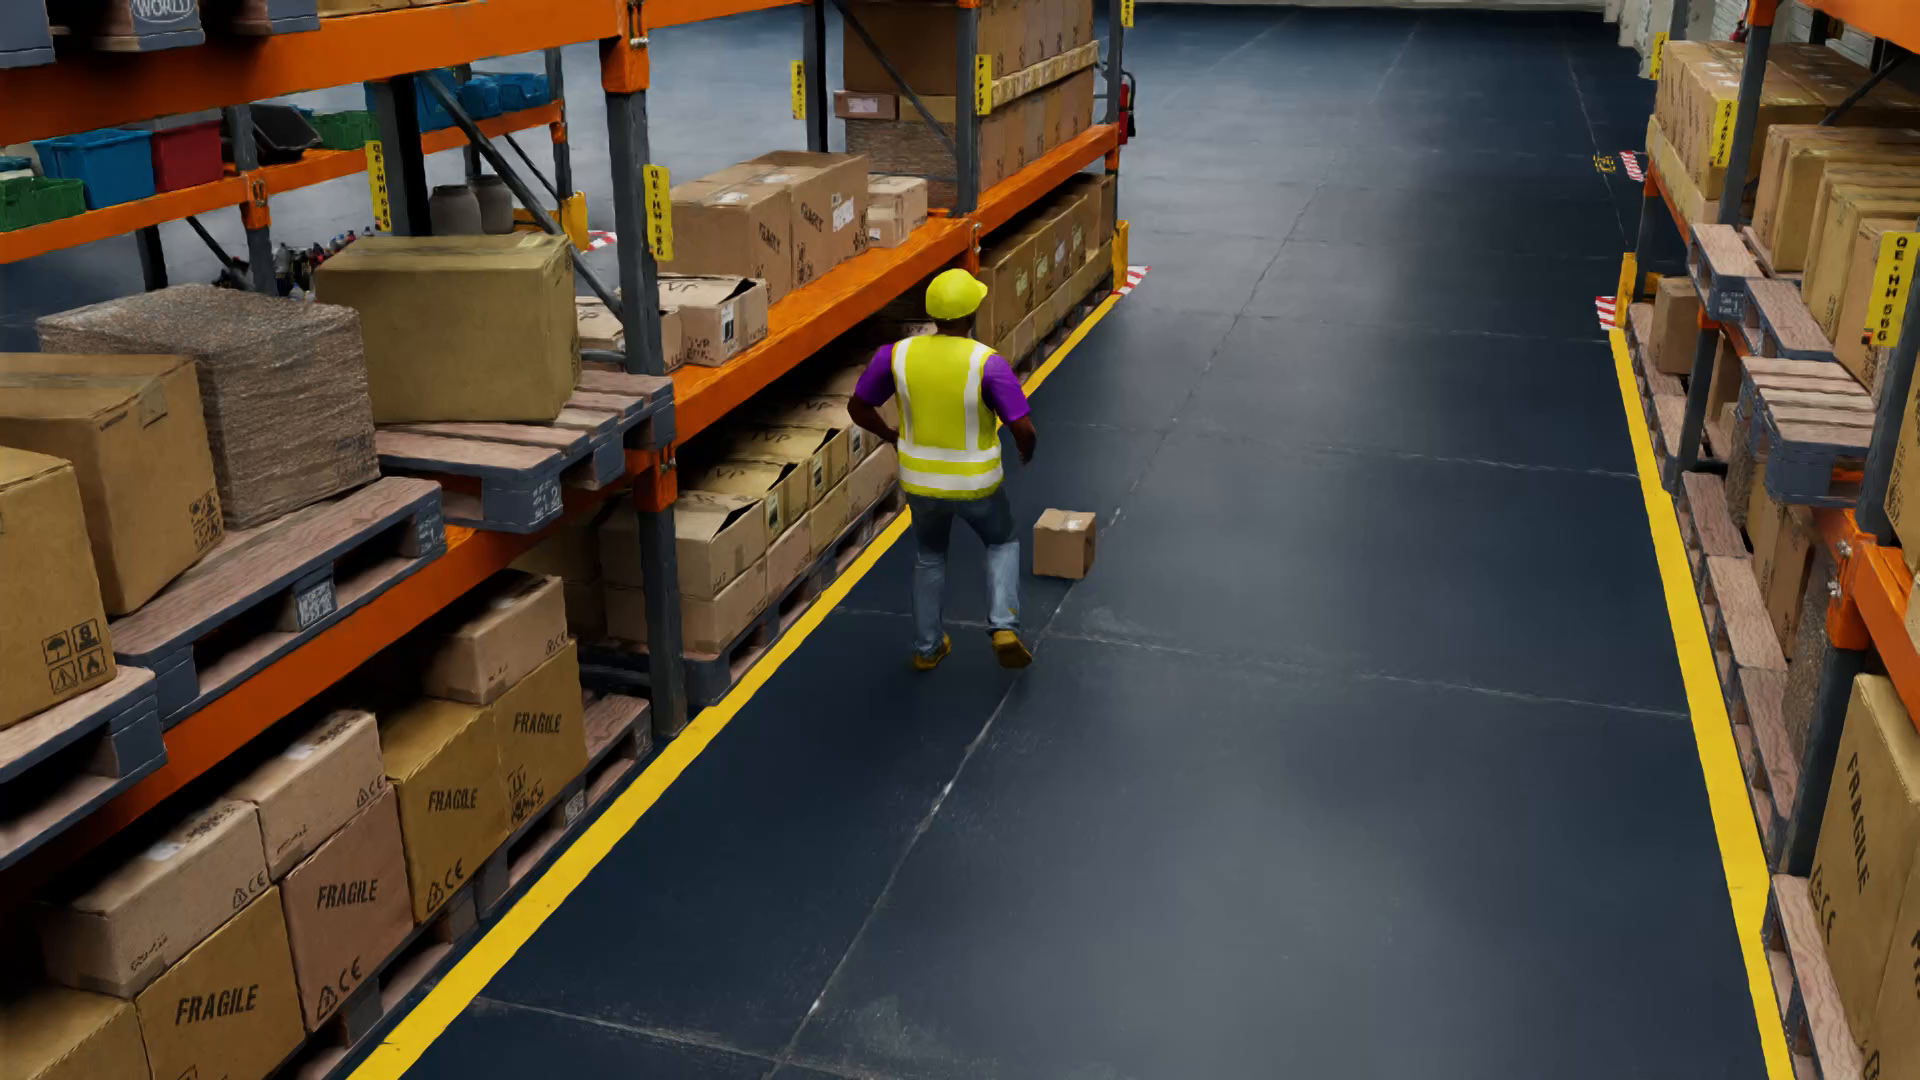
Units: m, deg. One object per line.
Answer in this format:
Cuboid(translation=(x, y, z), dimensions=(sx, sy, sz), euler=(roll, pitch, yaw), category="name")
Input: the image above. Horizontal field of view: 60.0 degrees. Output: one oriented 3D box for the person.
Cuboid(translation=(-0.045, -0.269, 6.777), dimensions=(0.779, 1.729, 0.488), euler=(5, 22, 13), category="person")
